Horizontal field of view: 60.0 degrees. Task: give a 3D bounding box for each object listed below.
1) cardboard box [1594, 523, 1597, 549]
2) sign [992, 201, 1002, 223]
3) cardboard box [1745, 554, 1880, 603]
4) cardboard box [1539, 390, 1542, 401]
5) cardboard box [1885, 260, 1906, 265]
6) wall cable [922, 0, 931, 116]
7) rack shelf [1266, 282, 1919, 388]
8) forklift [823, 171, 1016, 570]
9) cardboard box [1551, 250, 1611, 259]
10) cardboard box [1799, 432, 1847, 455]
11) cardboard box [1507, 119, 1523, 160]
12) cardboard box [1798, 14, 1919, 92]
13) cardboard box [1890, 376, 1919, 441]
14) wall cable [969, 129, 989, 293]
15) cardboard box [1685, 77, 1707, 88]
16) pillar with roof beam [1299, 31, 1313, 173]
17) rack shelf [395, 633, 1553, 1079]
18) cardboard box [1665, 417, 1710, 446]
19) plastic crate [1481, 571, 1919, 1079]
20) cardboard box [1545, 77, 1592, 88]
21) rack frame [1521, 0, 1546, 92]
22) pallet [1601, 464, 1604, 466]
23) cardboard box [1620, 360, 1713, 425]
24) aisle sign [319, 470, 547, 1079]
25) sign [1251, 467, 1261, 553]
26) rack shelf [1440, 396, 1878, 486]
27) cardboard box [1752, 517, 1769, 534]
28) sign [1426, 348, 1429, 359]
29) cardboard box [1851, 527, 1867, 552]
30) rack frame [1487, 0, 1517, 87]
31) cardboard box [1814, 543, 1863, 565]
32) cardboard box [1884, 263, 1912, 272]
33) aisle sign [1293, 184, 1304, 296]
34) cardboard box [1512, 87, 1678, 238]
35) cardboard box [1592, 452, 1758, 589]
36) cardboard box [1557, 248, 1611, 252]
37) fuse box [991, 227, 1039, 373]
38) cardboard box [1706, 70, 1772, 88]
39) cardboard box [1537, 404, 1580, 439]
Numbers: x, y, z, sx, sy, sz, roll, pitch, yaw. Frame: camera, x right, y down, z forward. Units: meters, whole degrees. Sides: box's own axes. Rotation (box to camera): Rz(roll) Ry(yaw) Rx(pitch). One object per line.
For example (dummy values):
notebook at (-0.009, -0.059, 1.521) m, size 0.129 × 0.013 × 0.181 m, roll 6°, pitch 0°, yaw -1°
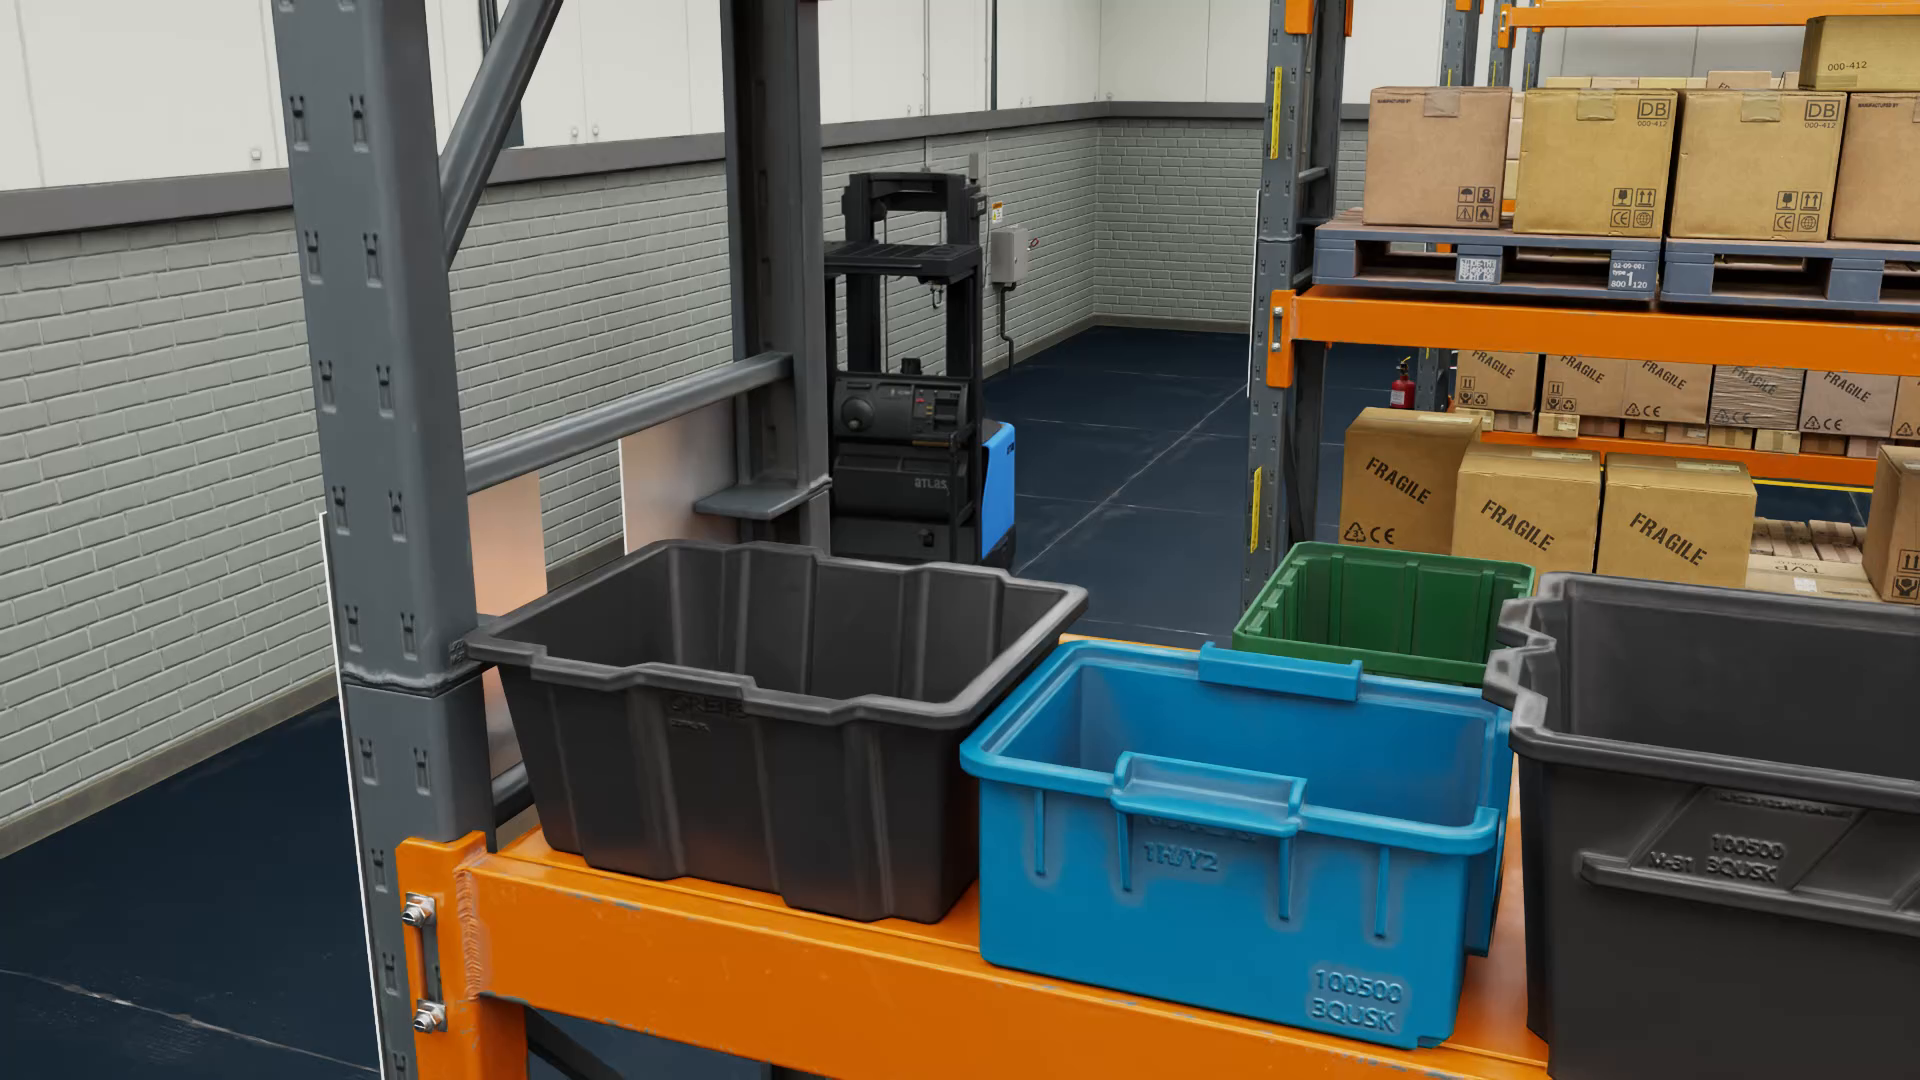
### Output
cardboard box at (4.132, -0.004, 11.099) m, size 0.250 × 0.149 × 0.380 m, roll 6°, pitch 17°, yaw 20°
sign at (0.443, -3.881, 19.681) m, size 0.001 × 0.242 × 0.339 m, roll 6°, pitch 17°, yaw 21°
cardboard box at (3.346, 0.259, 6.636) m, size 0.500 × 0.250 × 0.500 m, roll 6°, pitch 17°, yaw 21°
cardboard box at (3.906, -0.967, 11.575) m, size 0.250 × 0.149 × 0.380 m, roll 6°, pitch 17°, yaw 21°
cardboard box at (5.726, -1.563, 10.670) m, size 0.500 × 0.500 × 0.500 m, roll 7°, pitch 17°, yaw 22°
wall cable at (-0.392, -5.767, 16.898) m, size 0.029 × 3.000 × 0.463 m, roll 6°, pitch 17°, yaw 21°
rack shelf at (3.228, -0.697, 6.106) m, size 4.000 × 0.370 × 1.077 m, roll 6°, pitch 17°, yaw 21°
forklift at (-0.453, -0.892, 10.987) m, size 1.130 × 2.935 × 3.031 m, roll 4°, pitch 17°, yaw 14°
cardboard box at (4.073, -1.589, 10.761) m, size 0.500 × 0.500 × 0.500 m, roll 7°, pitch 18°, yaw 22°
cardboard box at (5.432, -0.655, 10.501) m, size 0.250 × 0.149 × 0.380 m, roll 6°, pitch 17°, yaw 20°
cardboard box at (3.603, -2.578, 10.666) m, size 0.500 × 0.250 × 0.500 m, roll 7°, pitch 17°, yaw 22°
cardboard box at (3.242, -1.696, 5.798) m, size 0.500 × 0.250 × 0.500 m, roll 6°, pitch 17°, yaw 19°
cardboard box at (5.966, -0.894, 10.161) m, size 0.500 × 0.500 × 0.500 m, roll 6°, pitch 17°, yaw 19°
wall cable at (0.259, -3.805, 19.077) m, size 0.122 × 1.984 × 0.588 m, roll 6°, pitch 17°, yaw 21°
cardboard box at (8.558, -5.151, 18.997) m, size 0.500 × 0.250 × 0.500 m, roll 7°, pitch 18°, yaw 22°
pillar with roof beam at (3.064, -5.939, 17.490) m, size 0.400 × 9.000 × 9.100 m, roll 6°, pitch 17°, yaw 21°
rack shelf at (1.410, 0.587, 1.681) m, size 4.000 × 0.370 × 1.077 m, roll 6°, pitch 17°, yaw 21°
cardboard box at (4.698, -0.730, 10.758) m, size 0.250 × 0.149 × 0.380 m, roll 6°, pitch 17°, yaw 20°
plastic crate at (0.870, 0.295, 1.510) m, size 0.767 × 0.338 × 0.504 m, roll 6°, pitch 17°, yaw 21°
cardboard box at (7.142, -5.306, 19.528) m, size 0.500 × 0.250 × 0.500 m, roll 6°, pitch 17°, yaw 20°
rack frame at (6.821, -6.546, 19.581) m, size 0.127 × 3.000 × 1.000 m, roll 6°, pitch 17°, yaw 21°
pallet at (5.776, -0.976, 16.158) m, size 1.213 × 0.211 × 1.003 m, roll 6°, pitch 17°, yaw 21°
cardboard box at (4.556, -1.055, 10.714) m, size 0.500 × 0.500 × 0.500 m, roll 7°, pitch 17°, yaw 21°
aisle sign at (-0.626, 0.299, 2.101) m, size 0.004 × 0.787 × 0.394 m, roll 6°, pitch 17°, yaw 21°
sign at (1.158, -0.117, 6.503) m, size 0.005 × 0.325 × 0.100 m, roll 6°, pitch 17°, yaw 21°
rack shelf at (5.141, -0.533, 10.919) m, size 4.000 × 0.370 × 1.077 m, roll 6°, pitch 17°, yaw 21°
cardboard box at (5.313, -0.048, 11.250) m, size 0.250 × 0.149 × 0.380 m, roll 6°, pitch 17°, yaw 21°
sign at (3.082, -1.358, 10.918) m, size 0.005 × 0.325 × 0.100 m, roll 6°, pitch 17°, yaw 21°
cardboard box at (6.019, 0.042, 10.943) m, size 0.250 × 0.149 × 0.380 m, roll 6°, pitch 17°, yaw 19°
rack frame at (5.003, -5.258, 15.145) m, size 0.127 × 3.000 × 1.000 m, roll 6°, pitch 17°, yaw 21°
cardboard box at (5.590, 0.149, 10.573) m, size 0.250 × 0.149 × 0.380 m, roll 5°, pitch 17°, yaw 18°
cardboard box at (5.512, -1.430, 10.214) m, size 0.500 × 0.500 × 0.500 m, roll 7°, pitch 18°, yaw 22°
aisle sign at (1.410, -1.141, 7.059) m, size 0.004 × 0.787 × 0.394 m, roll 6°, pitch 17°, yaw 21°
cardboard box at (2.350, -1.417, 6.182) m, size 0.500 × 0.500 × 0.700 m, roll 6°, pitch 17°, yaw 19°
cardboard box at (2.664, -0.016, 6.239) m, size 0.500 × 0.500 × 0.500 m, roll 6°, pitch 17°, yaw 19°
cardboard box at (4.269, -1.720, 11.211) m, size 0.500 × 0.500 × 0.500 m, roll 6°, pitch 17°, yaw 19°
fuse box at (0.656, -2.859, 19.952) m, size 0.414 × 1.711 × 0.539 m, roll 6°, pitch 17°, yaw 21°
cardboard box at (6.823, -3.870, 14.633) m, size 0.500 × 0.500 × 0.500 m, roll 7°, pitch 17°, yaw 22°
cardboard box at (3.945, -0.787, 10.956) m, size 0.250 × 0.149 × 0.380 m, roll 6°, pitch 17°, yaw 19°
